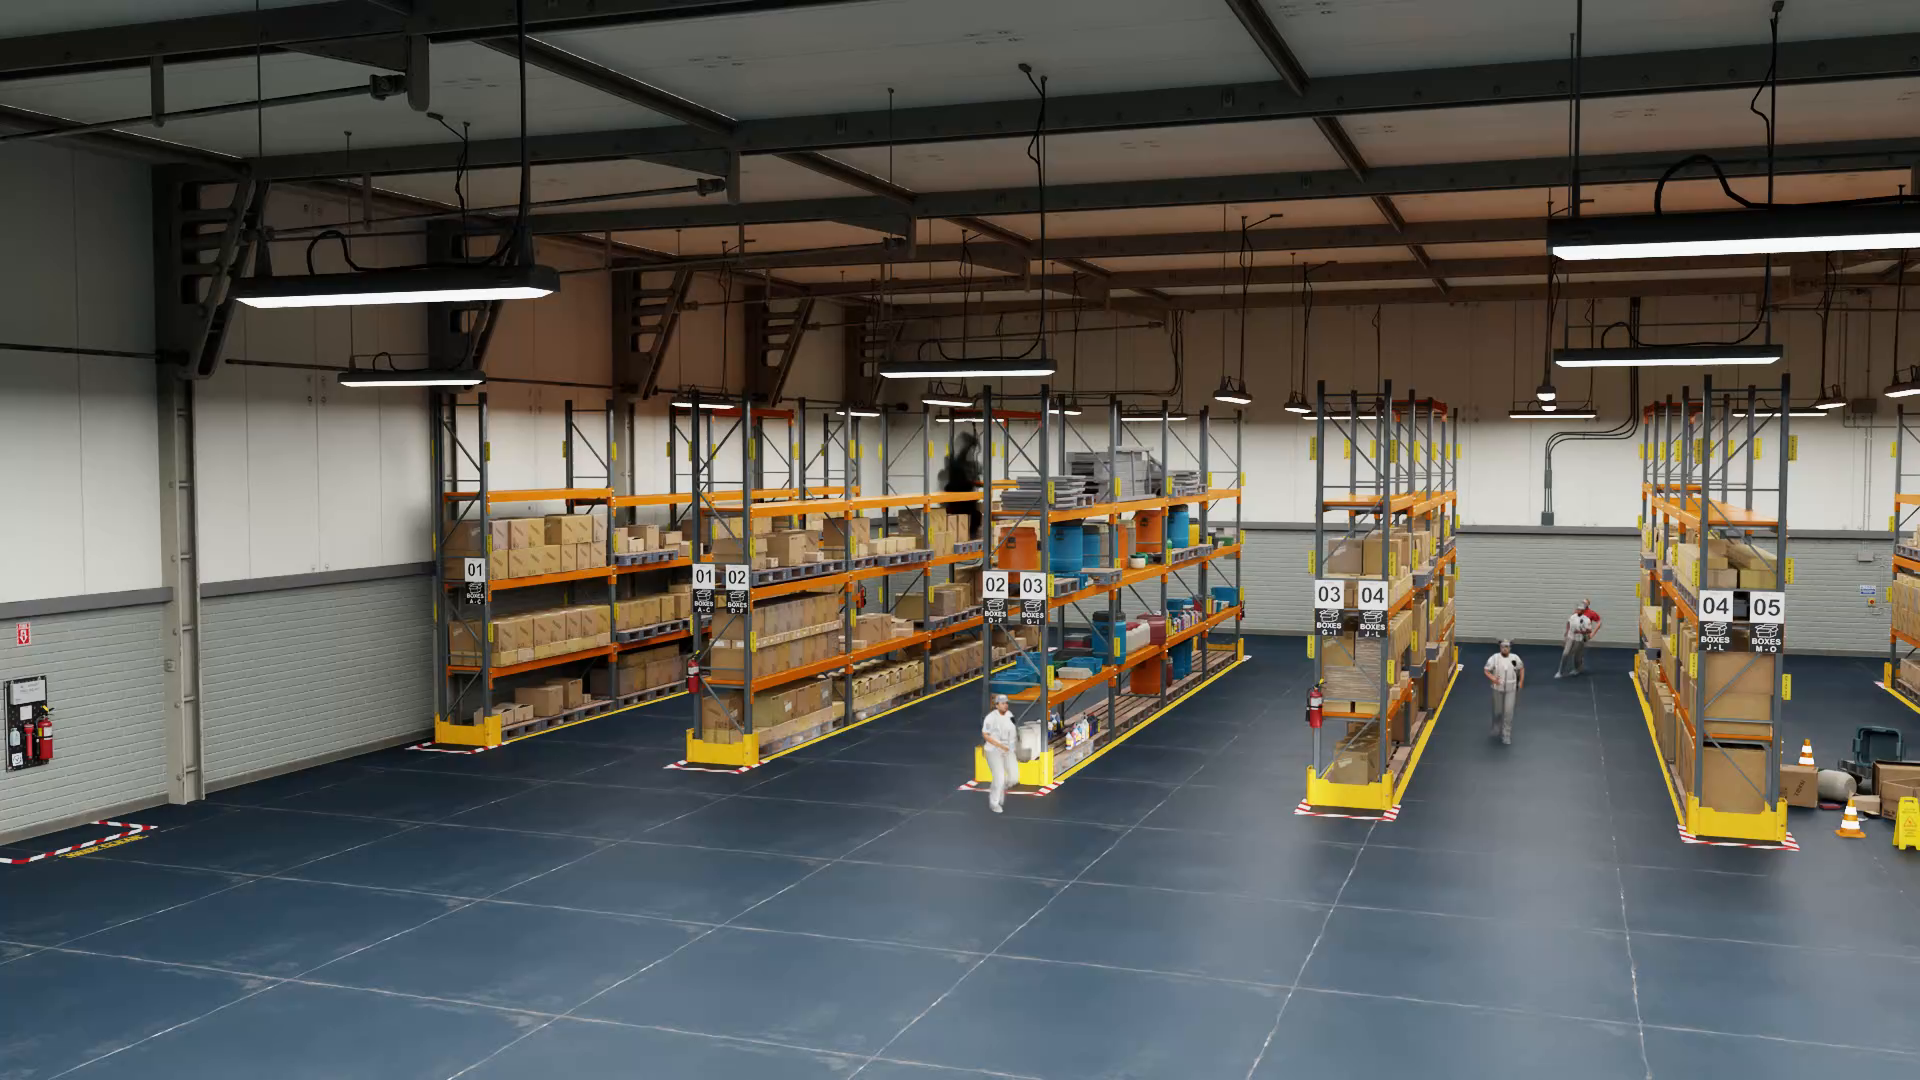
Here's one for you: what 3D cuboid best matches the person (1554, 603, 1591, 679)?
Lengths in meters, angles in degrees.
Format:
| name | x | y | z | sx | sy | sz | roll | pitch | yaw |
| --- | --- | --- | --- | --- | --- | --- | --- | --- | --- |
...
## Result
| name | x | y | z | sx | sy | sz | roll | pitch | yaw |
| --- | --- | --- | --- | --- | --- | --- | --- | --- | --- |
| person | 13.605 | 2.218 | 36.703 | 0.669 | 1.669 | 0.876 | 2 | 4 | 39 |

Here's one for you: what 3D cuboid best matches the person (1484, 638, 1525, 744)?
| name | x | y | z | sx | sy | sz | roll | pitch | yaw |
| --- | --- | --- | --- | --- | --- | --- | --- | --- | --- |
| person | 9.444 | 2.589 | 28.848 | 0.688 | 1.796 | 0.833 | 1 | 3 | 13 |

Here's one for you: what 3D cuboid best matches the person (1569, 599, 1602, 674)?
| name | x | y | z | sx | sy | sz | roll | pitch | yaw |
| --- | --- | --- | --- | --- | --- | --- | --- | --- | --- |
| person | 13.990 | 2.173 | 37.423 | 0.617 | 1.720 | 0.734 | -1 | 3 | -26 |

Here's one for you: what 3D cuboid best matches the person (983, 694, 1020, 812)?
| name | x | y | z | sx | sy | sz | roll | pitch | yaw |
| --- | --- | --- | --- | --- | --- | --- | --- | --- | --- |
| person | 0.606 | 2.960 | 23.166 | 0.634 | 1.629 | 0.543 | -2 | 4 | -35 |
